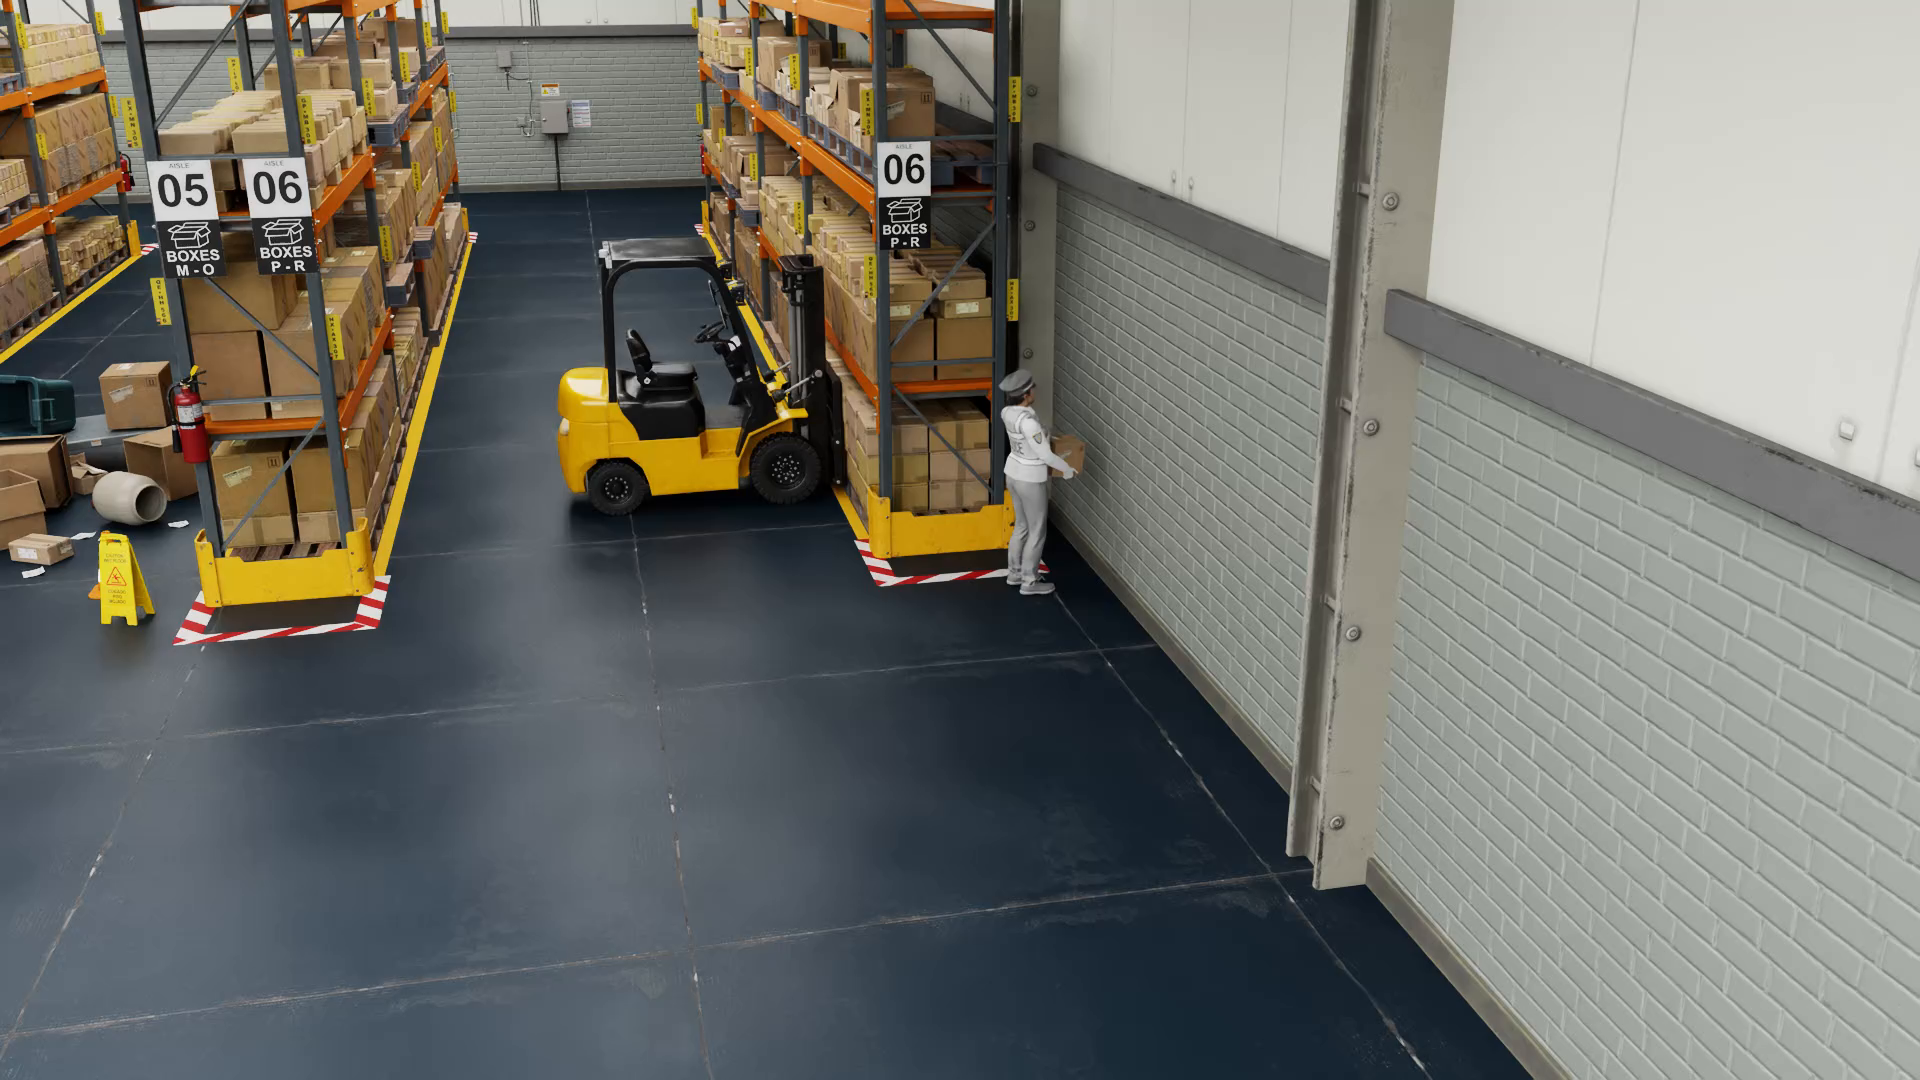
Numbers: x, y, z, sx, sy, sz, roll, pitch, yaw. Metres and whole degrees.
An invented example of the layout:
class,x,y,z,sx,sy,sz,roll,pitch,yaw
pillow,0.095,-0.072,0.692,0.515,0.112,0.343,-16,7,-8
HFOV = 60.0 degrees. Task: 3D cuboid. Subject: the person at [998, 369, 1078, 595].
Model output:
class,x,y,z,sx,sy,sz,roll,pitch,yaw
person,0.559,-0.442,12.266,0.556,1.686,0.459,-9,22,-23
